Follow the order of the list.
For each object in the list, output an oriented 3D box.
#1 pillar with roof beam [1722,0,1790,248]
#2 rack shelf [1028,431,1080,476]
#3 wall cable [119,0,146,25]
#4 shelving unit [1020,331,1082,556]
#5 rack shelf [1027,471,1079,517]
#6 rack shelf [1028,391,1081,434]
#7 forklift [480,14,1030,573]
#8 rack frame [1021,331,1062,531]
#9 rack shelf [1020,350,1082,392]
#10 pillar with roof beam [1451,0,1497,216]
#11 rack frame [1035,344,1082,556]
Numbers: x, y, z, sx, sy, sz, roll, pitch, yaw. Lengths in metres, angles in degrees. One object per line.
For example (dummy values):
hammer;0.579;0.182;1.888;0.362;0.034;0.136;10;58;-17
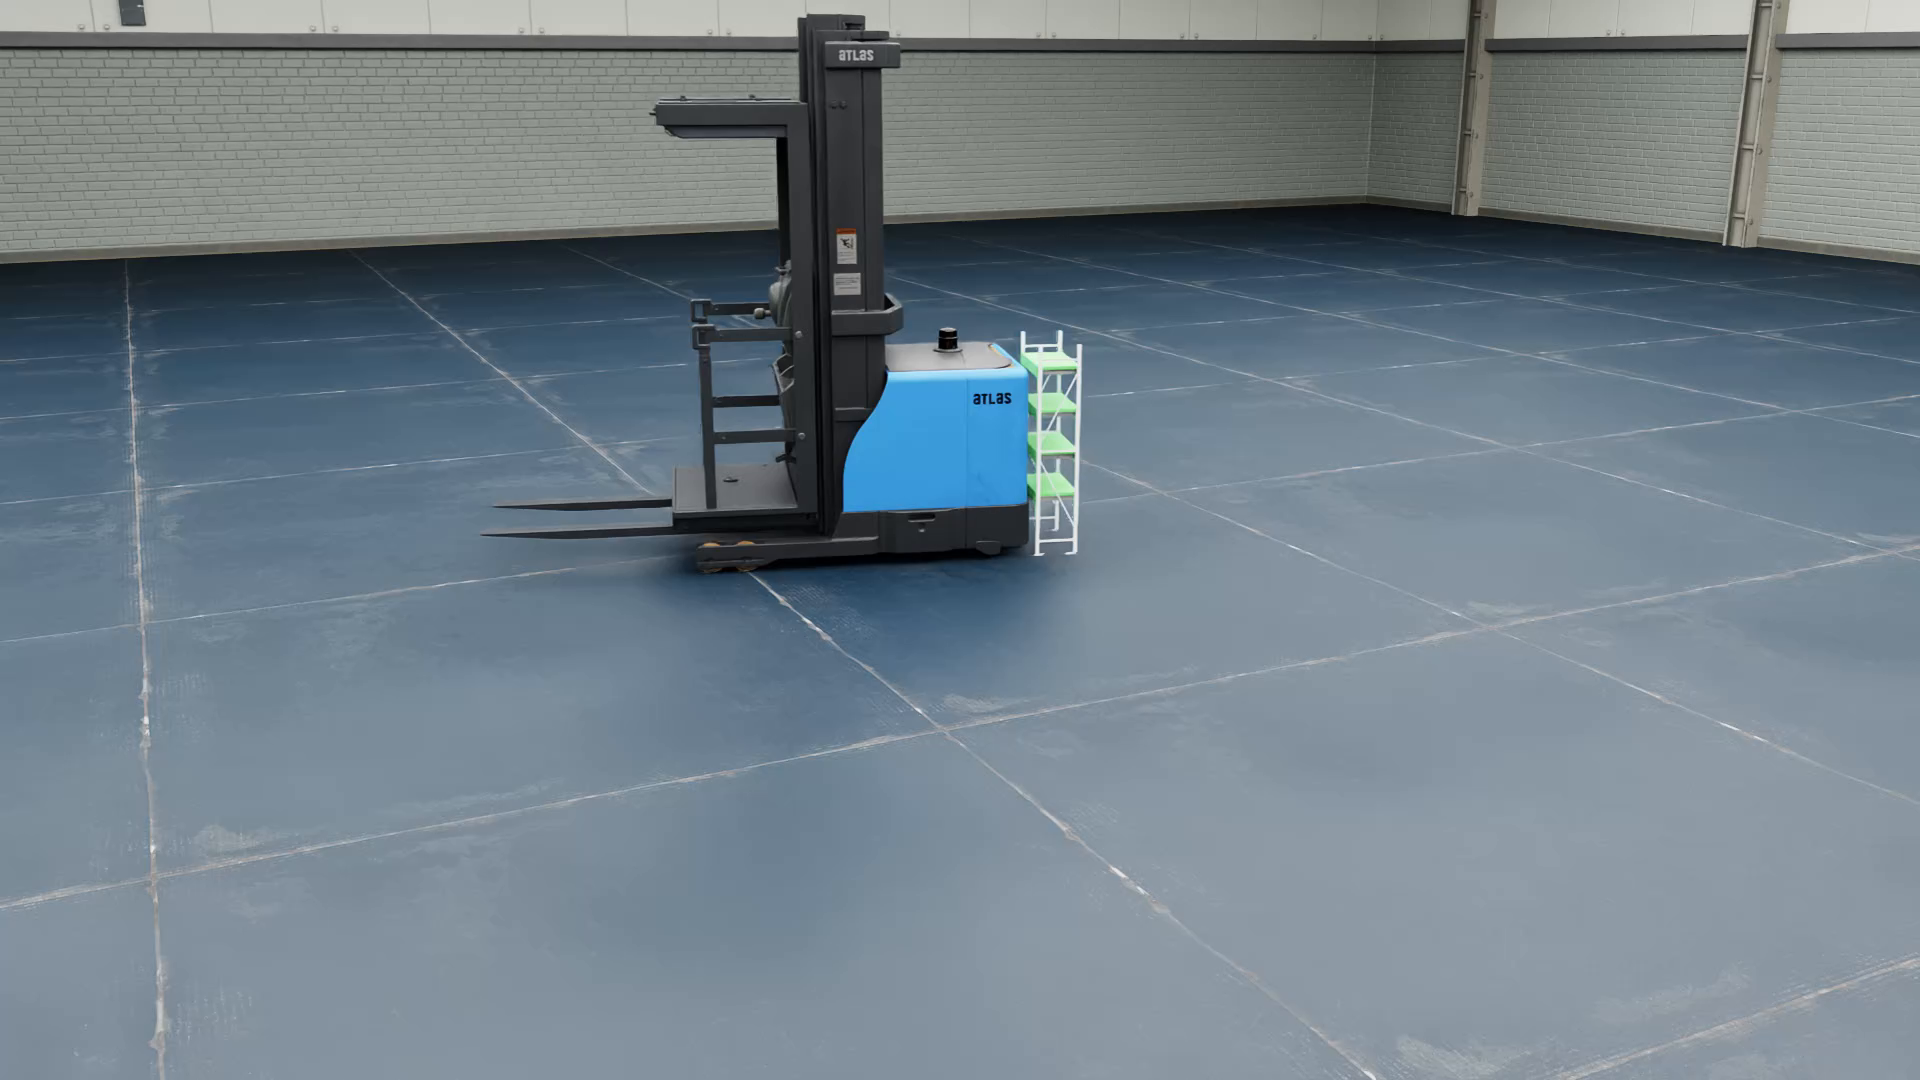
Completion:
pillar with roof beam;8.051;-8.300;22.361;9.100;9.000;0.400;-8;18;-25
rack shelf;0.509;-0.500;9.547;0.258;0.148;0.480;-2;16;-9
wall cable;-10.585;-10.170;22.711;2.305;6.003;0.169;-8;18;-25
shelving unit;0.509;-0.561;9.529;0.258;1.200;0.503;-2;16;-9
rack shelf;0.508;-0.269;9.613;0.258;0.148;0.480;-2;16;-9
rack shelf;0.510;-0.730;9.481;0.258;0.148;0.480;-2;16;-9
forklift;-1.171;-1.383;9.257;3.031;2.935;1.130;-3;16;-9
rack frame;0.470;-0.627;9.761;0.240;1.200;0.015;-2;16;-9
rack shelf;0.510;-0.961;9.414;0.258;0.148;0.480;-2;16;-9
pillar with roof beam;5.422;-9.788;27.545;9.100;9.000;0.400;-8;18;-25
rack frame;0.549;-0.495;9.298;0.240;1.200;0.015;-2;16;-9
